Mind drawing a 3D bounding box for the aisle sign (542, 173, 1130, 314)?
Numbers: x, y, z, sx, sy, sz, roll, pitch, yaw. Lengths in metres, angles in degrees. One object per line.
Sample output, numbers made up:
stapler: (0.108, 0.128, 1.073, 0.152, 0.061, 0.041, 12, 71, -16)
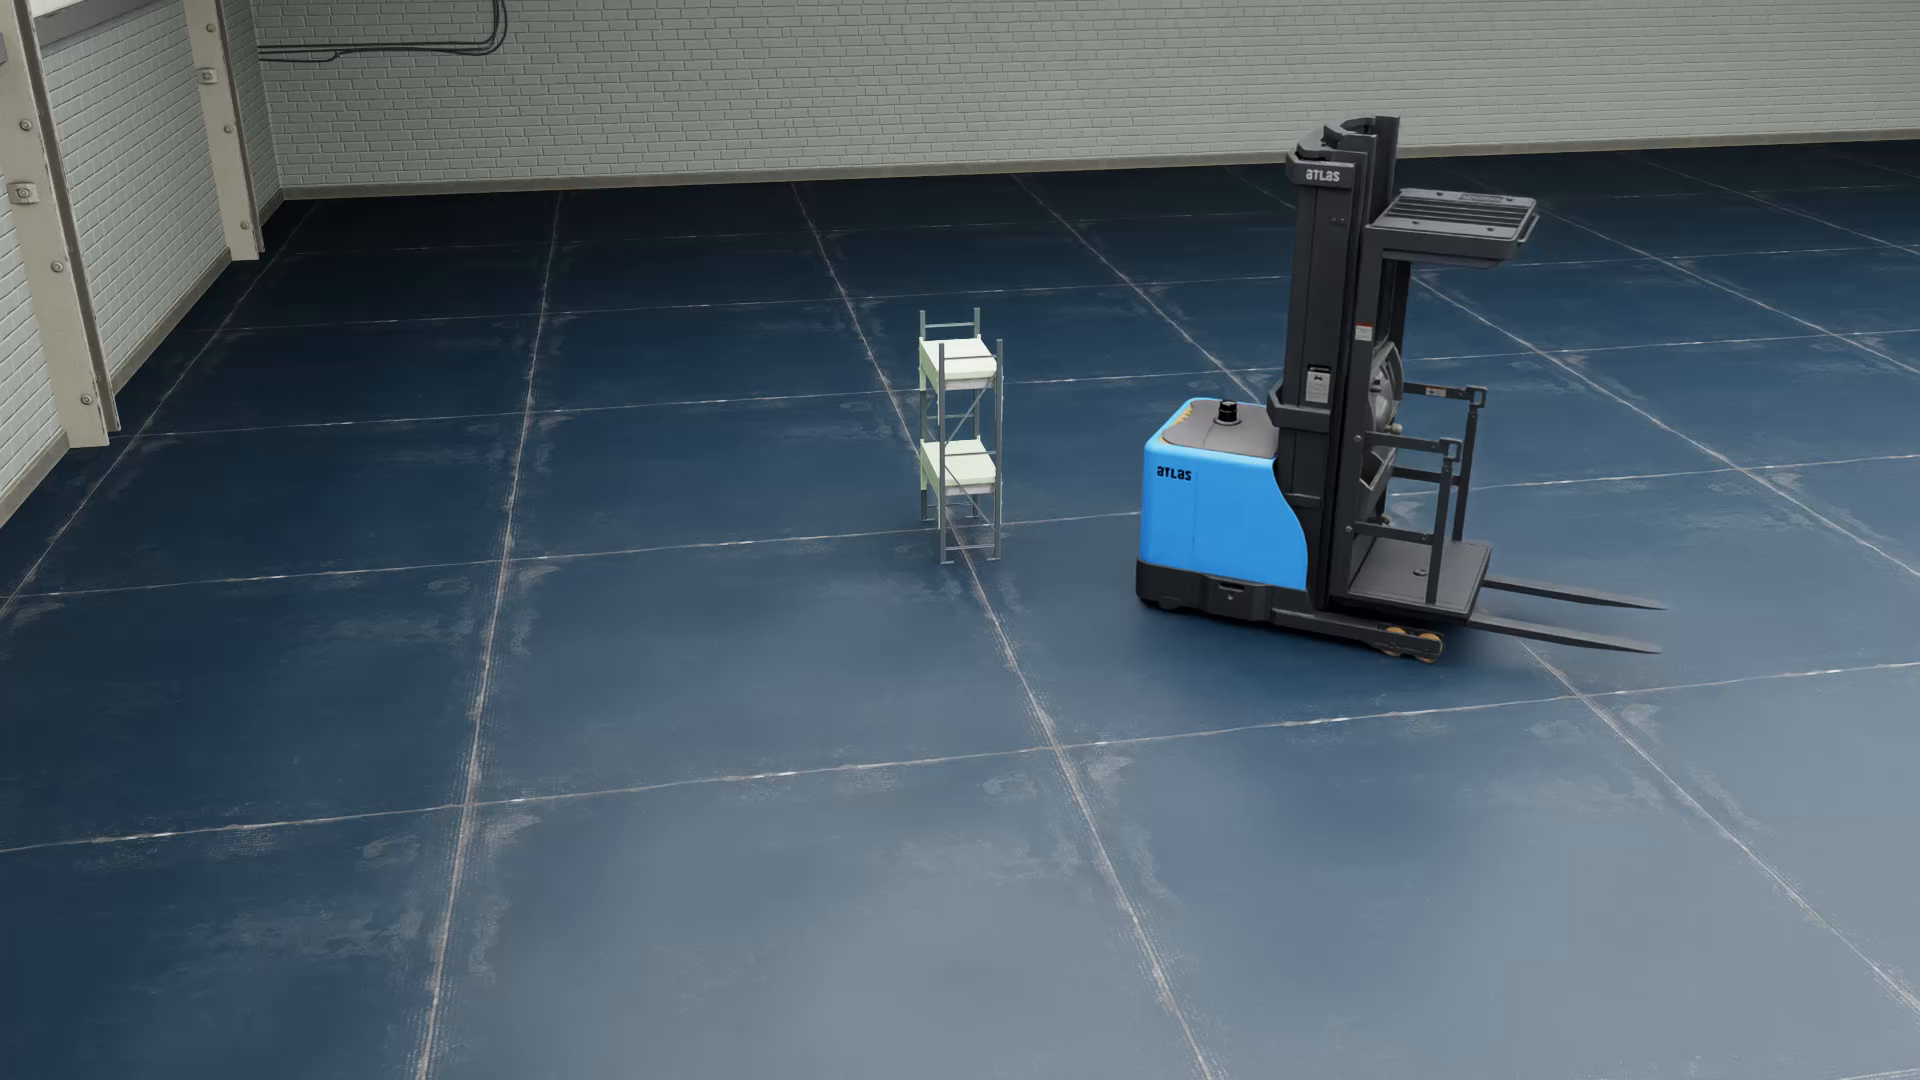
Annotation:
aisle sign: (-1.720, -3.628, 19.556, 6.000, 0.001, 6.000, -4, 24, -10)

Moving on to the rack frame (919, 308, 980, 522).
rack frame: (-0.069, -0.834, 11.285, 0.400, 1.500, 0.023, -4, 24, -10)

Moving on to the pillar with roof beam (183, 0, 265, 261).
pillar with roof beam: (5.855, -2.236, 5.064, 22.890, 9.050, 30.400, -4, 24, -10)

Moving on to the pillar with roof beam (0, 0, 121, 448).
pillar with roof beam: (-2.585, -5.243, 12.011, 9.100, 9.000, 0.400, -4, 24, -10)

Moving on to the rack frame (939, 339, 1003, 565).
rack frame: (0.066, -0.546, 10.626, 0.400, 1.500, 0.023, -4, 24, -10)

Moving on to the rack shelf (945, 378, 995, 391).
rack shelf: (-0.001, -1.113, 10.771, 0.332, 0.071, 0.664, -4, 24, -10)

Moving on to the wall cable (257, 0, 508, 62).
wall cable: (-7.171, -7.118, 20.184, 3.097, 2.526, 0.112, -4, 24, -10)
